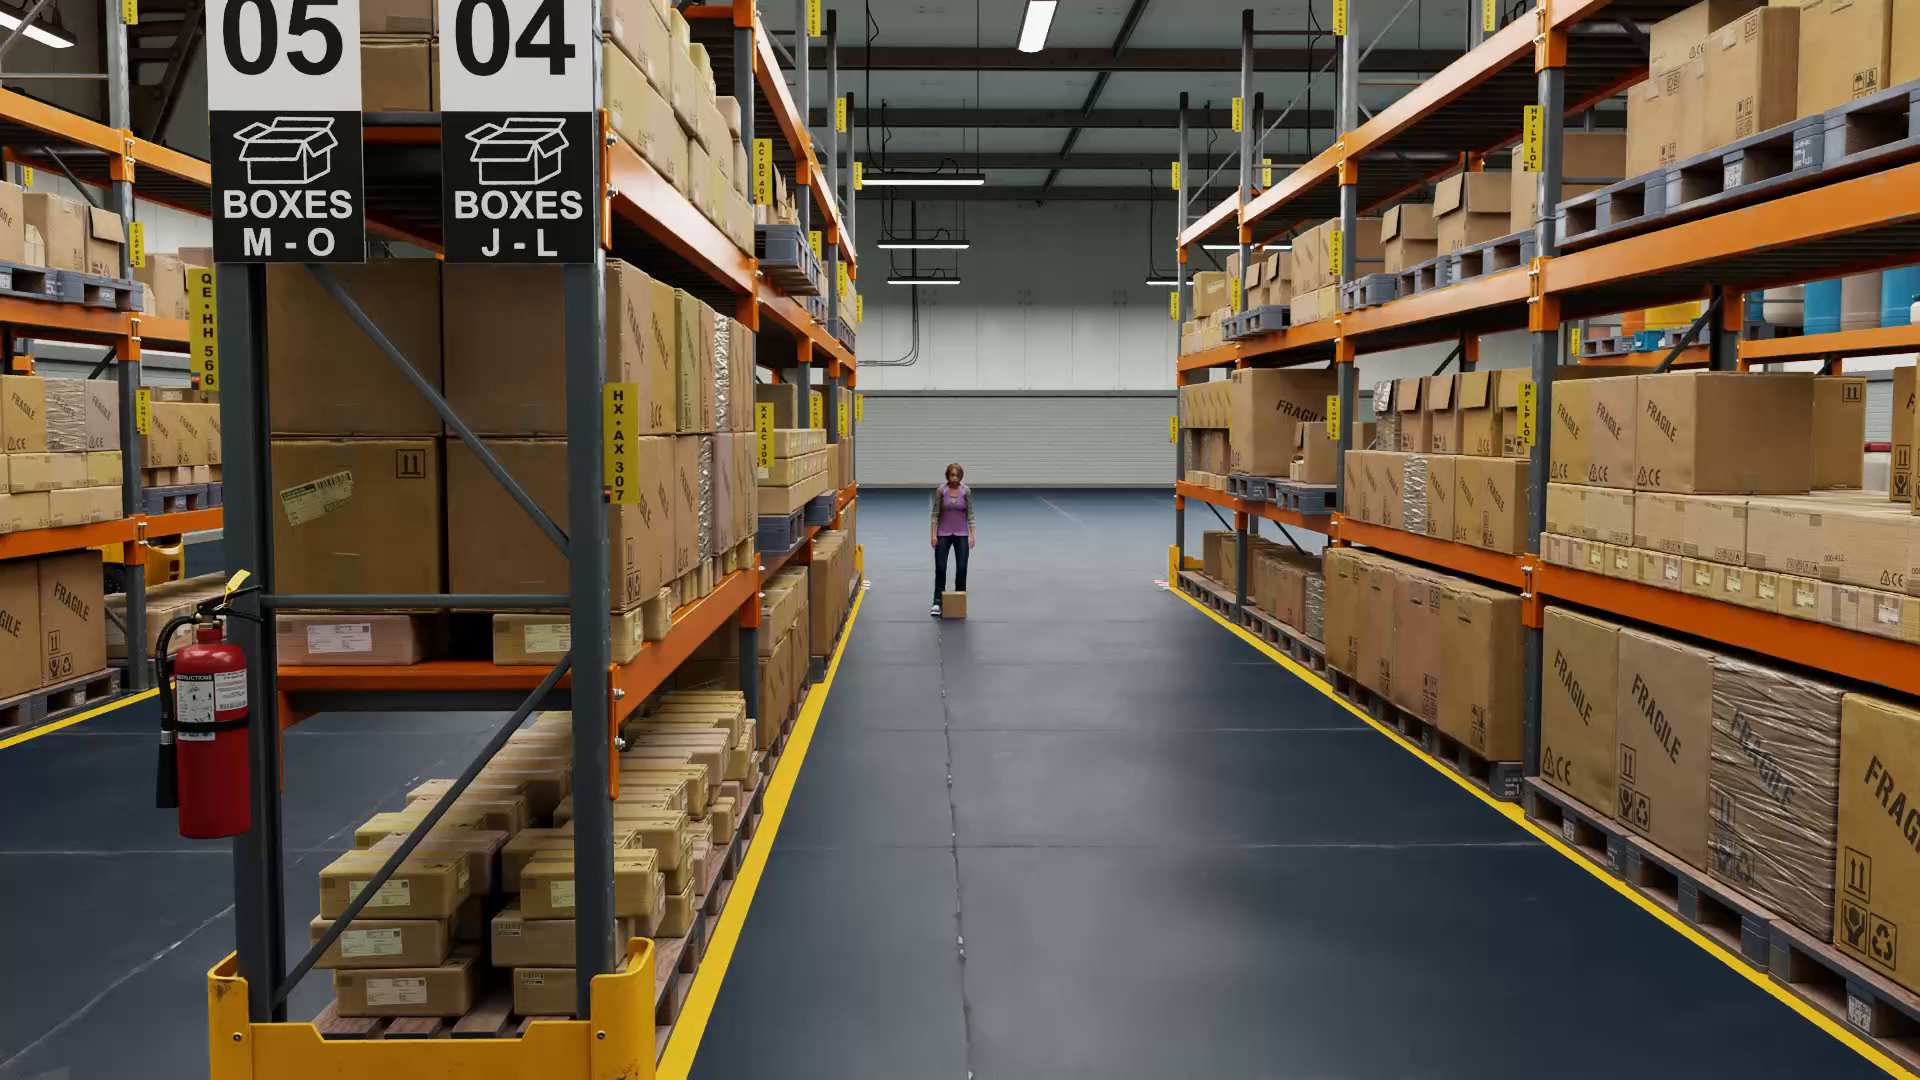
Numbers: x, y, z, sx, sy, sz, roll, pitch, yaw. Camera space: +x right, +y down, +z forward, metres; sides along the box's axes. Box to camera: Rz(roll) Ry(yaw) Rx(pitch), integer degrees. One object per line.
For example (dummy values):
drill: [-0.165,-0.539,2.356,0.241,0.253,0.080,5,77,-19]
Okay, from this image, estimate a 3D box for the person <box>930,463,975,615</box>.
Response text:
person: [-0.078,-0.009,17.451,0.474,1.581,0.349,0,4,-3]
